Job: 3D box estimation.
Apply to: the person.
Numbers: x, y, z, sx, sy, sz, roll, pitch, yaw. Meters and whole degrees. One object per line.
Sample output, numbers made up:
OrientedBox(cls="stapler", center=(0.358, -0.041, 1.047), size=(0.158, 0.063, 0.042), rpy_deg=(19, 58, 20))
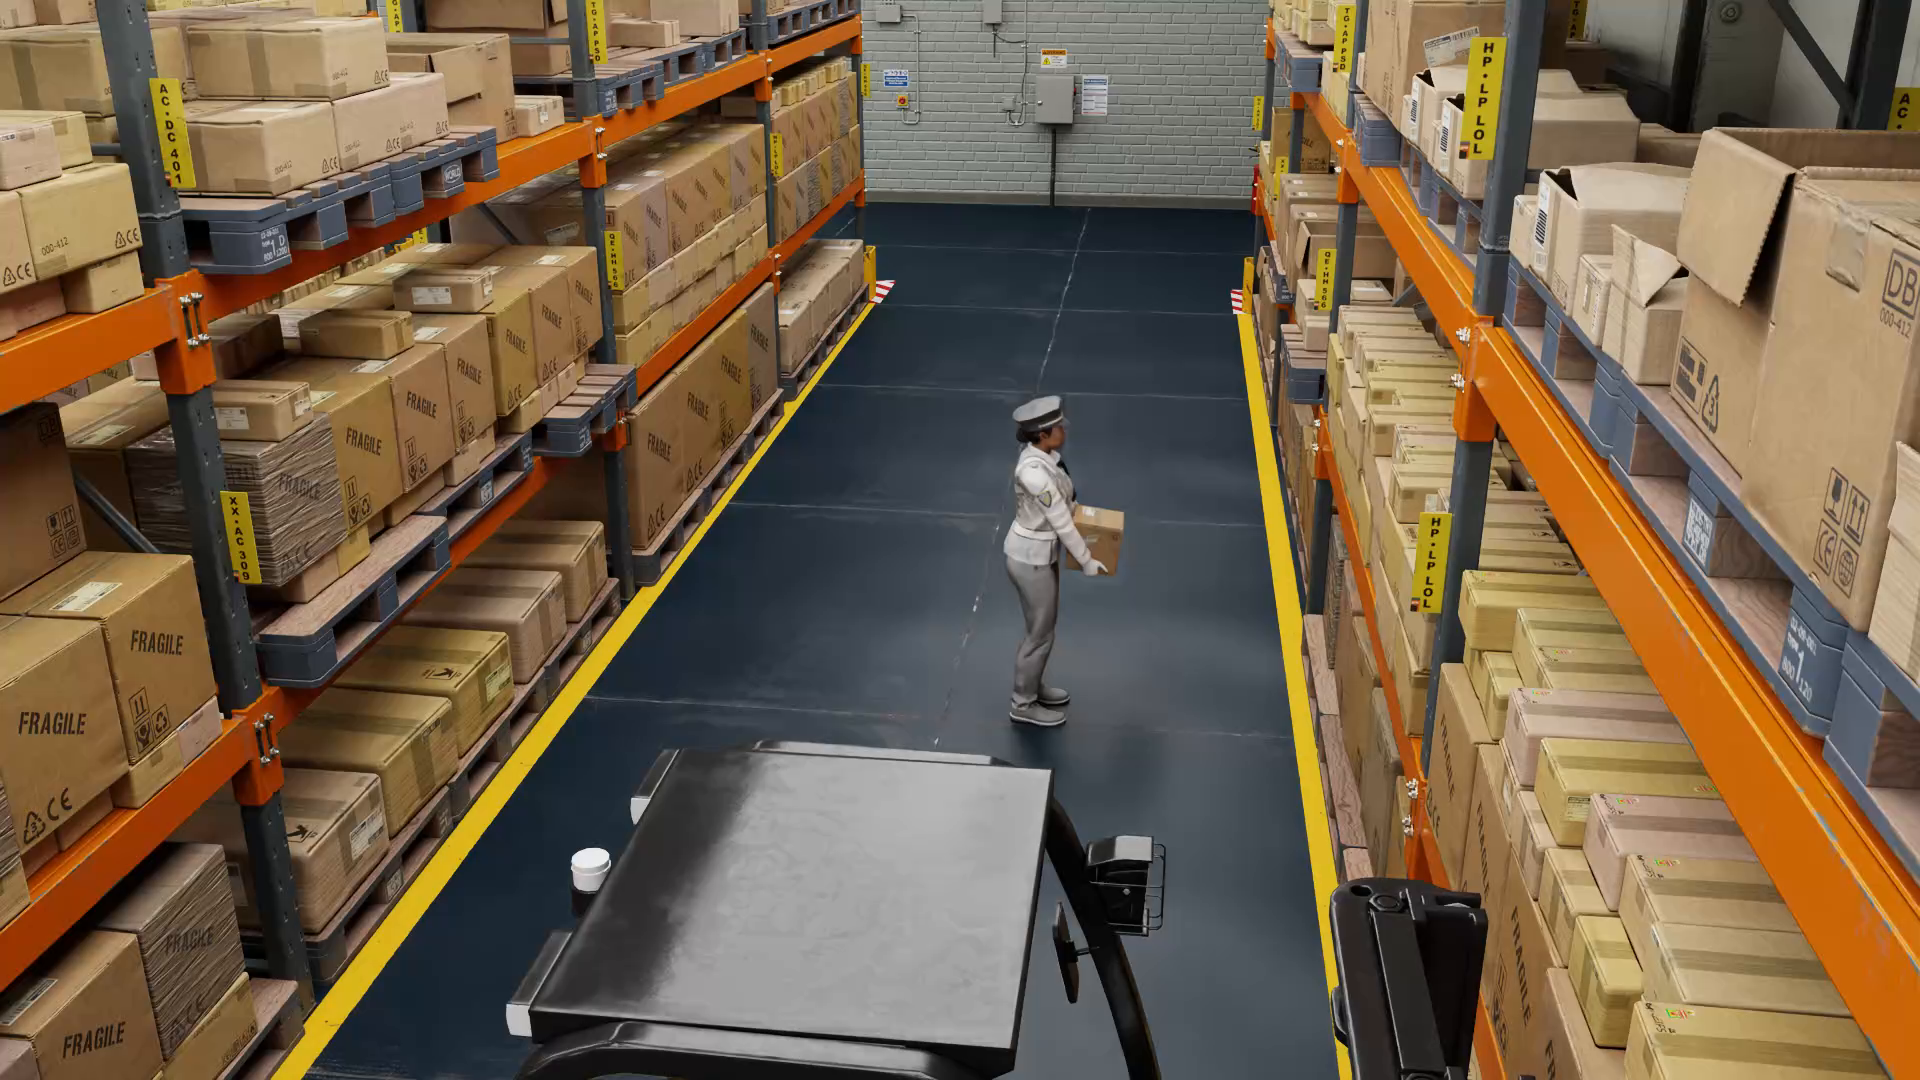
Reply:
OrientedBox(cls="person", center=(0.480, 0.099, 8.309), size=(0.523, 1.687, 0.416), rpy_deg=(2, 21, 5))
